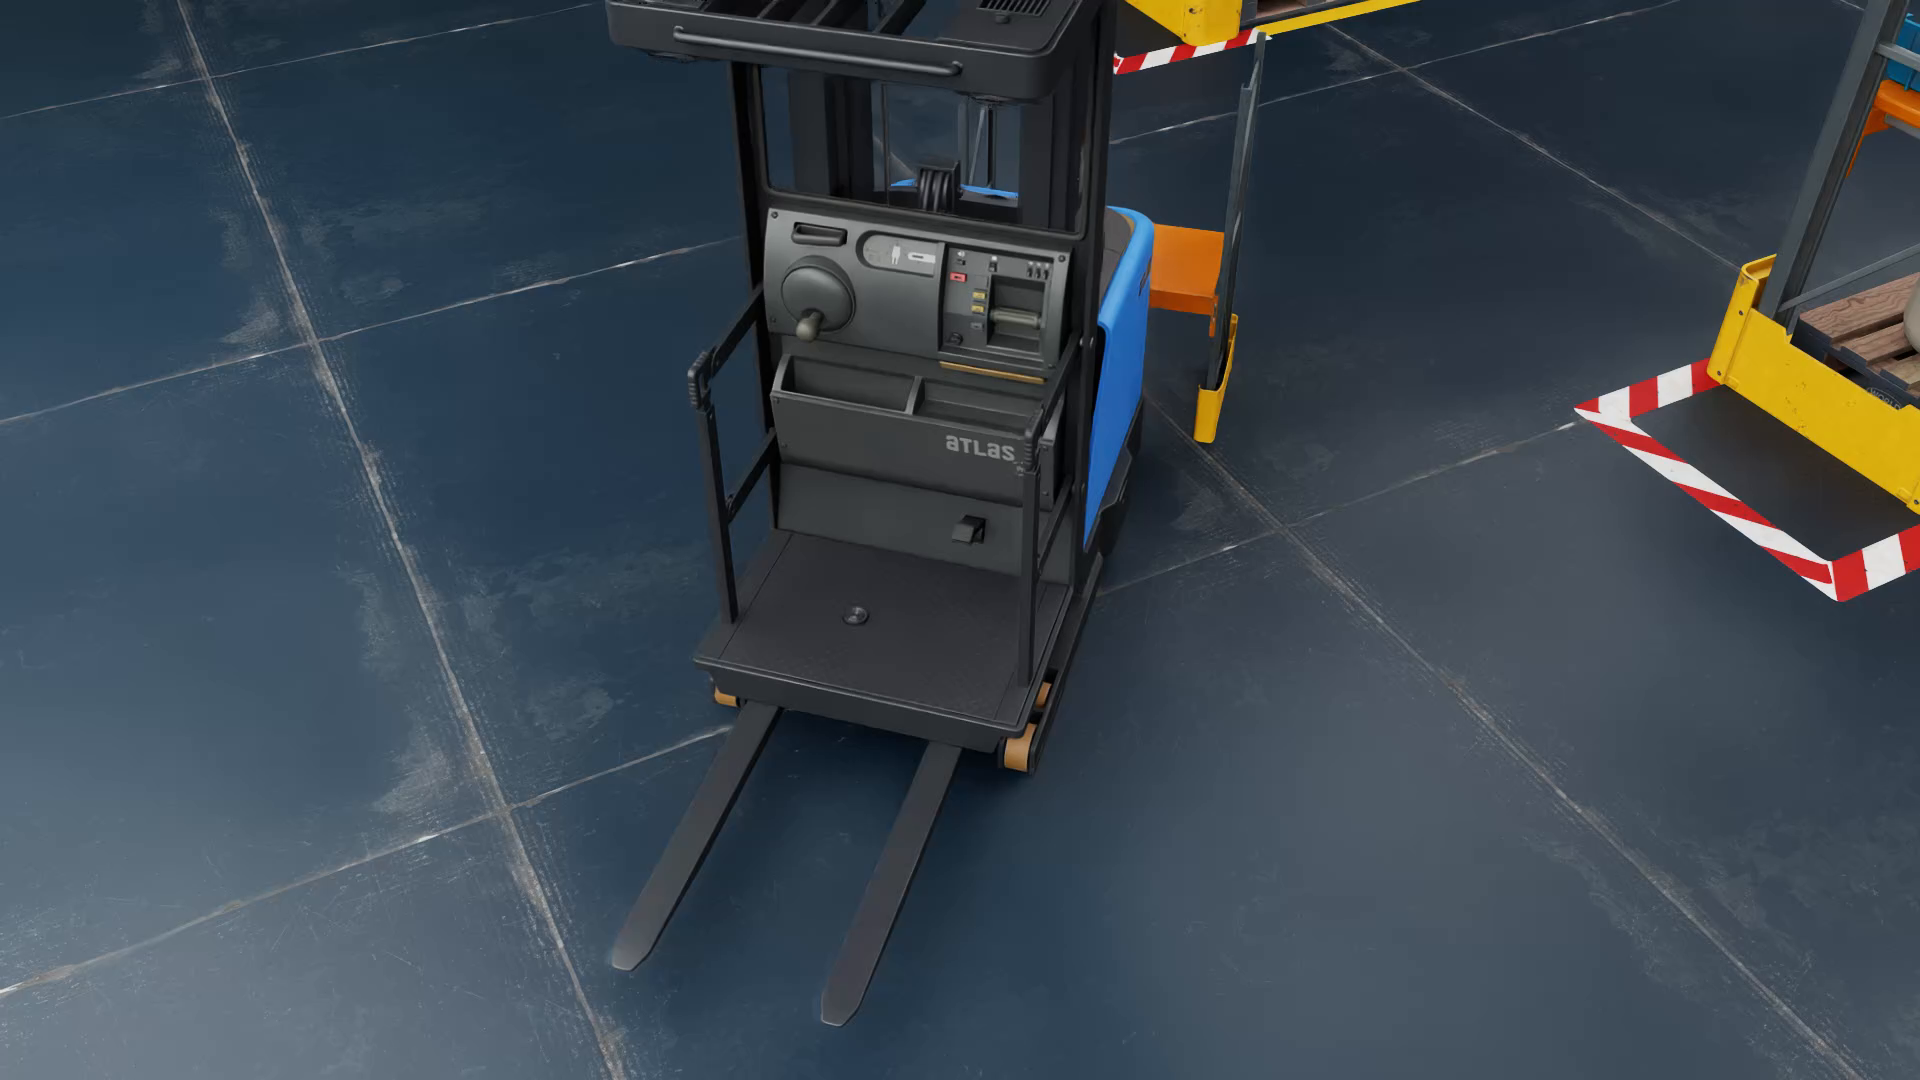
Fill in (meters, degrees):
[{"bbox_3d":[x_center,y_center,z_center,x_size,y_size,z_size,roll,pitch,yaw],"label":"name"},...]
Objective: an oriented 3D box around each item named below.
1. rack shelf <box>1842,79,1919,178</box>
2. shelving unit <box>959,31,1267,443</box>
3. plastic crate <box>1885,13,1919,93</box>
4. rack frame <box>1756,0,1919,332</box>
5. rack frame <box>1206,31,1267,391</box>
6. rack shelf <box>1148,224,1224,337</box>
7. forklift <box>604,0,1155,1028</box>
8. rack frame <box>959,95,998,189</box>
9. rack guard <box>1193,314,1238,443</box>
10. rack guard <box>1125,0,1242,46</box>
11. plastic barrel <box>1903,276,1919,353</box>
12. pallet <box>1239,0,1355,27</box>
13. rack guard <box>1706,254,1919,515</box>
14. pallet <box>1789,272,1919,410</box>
[{"bbox_3d":[5.313,-1.863,6.686,4.000,0.370,1.077,-19,44,-21],"label":"rack shelf"},{"bbox_3d":[0.573,-1.233,6.545,1.083,1.500,0.587,10,41,11],"label":"shelving unit"},{"bbox_3d":[3.845,-1.805,6.175,0.616,0.251,0.499,-19,44,-21],"label":"plastic crate"},{"bbox_3d":[3.539,-1.541,5.748,0.127,3.000,1.000,-19,44,-21],"label":"rack frame"},{"bbox_3d":[1.056,-1.151,6.449,0.032,1.500,0.500,10,41,11],"label":"rack frame"},{"bbox_3d":[0.564,-1.097,6.663,1.000,0.185,0.538,10,41,11],"label":"rack shelf"},{"bbox_3d":[-0.197,-0.662,4.763,1.130,2.935,3.031,11,41,13],"label":"forklift"},{"bbox_3d":[0.072,-1.317,6.645,0.032,1.500,0.500,10,41,11],"label":"rack frame"},{"bbox_3d":[1.054,-0.674,6.853,0.087,0.250,0.587,10,41,11],"label":"rack guard"},{"bbox_3d":[1.233,-3.419,9.902,0.348,0.500,1.175,-19,44,-21],"label":"rack guard"},{"bbox_3d":[4.087,-0.991,6.700,0.421,0.512,0.421,0,40,0],"label":"plastic barrel"},{"bbox_3d":[1.913,-3.568,10.302,1.213,0.211,1.003,-19,44,-21],"label":"pallet"},{"bbox_3d":[3.585,-0.636,6.615,0.348,0.500,1.175,-19,44,-21],"label":"rack guard"},{"bbox_3d":[4.308,-0.765,6.991,1.213,0.211,1.003,-19,44,-21],"label":"pallet"}]
